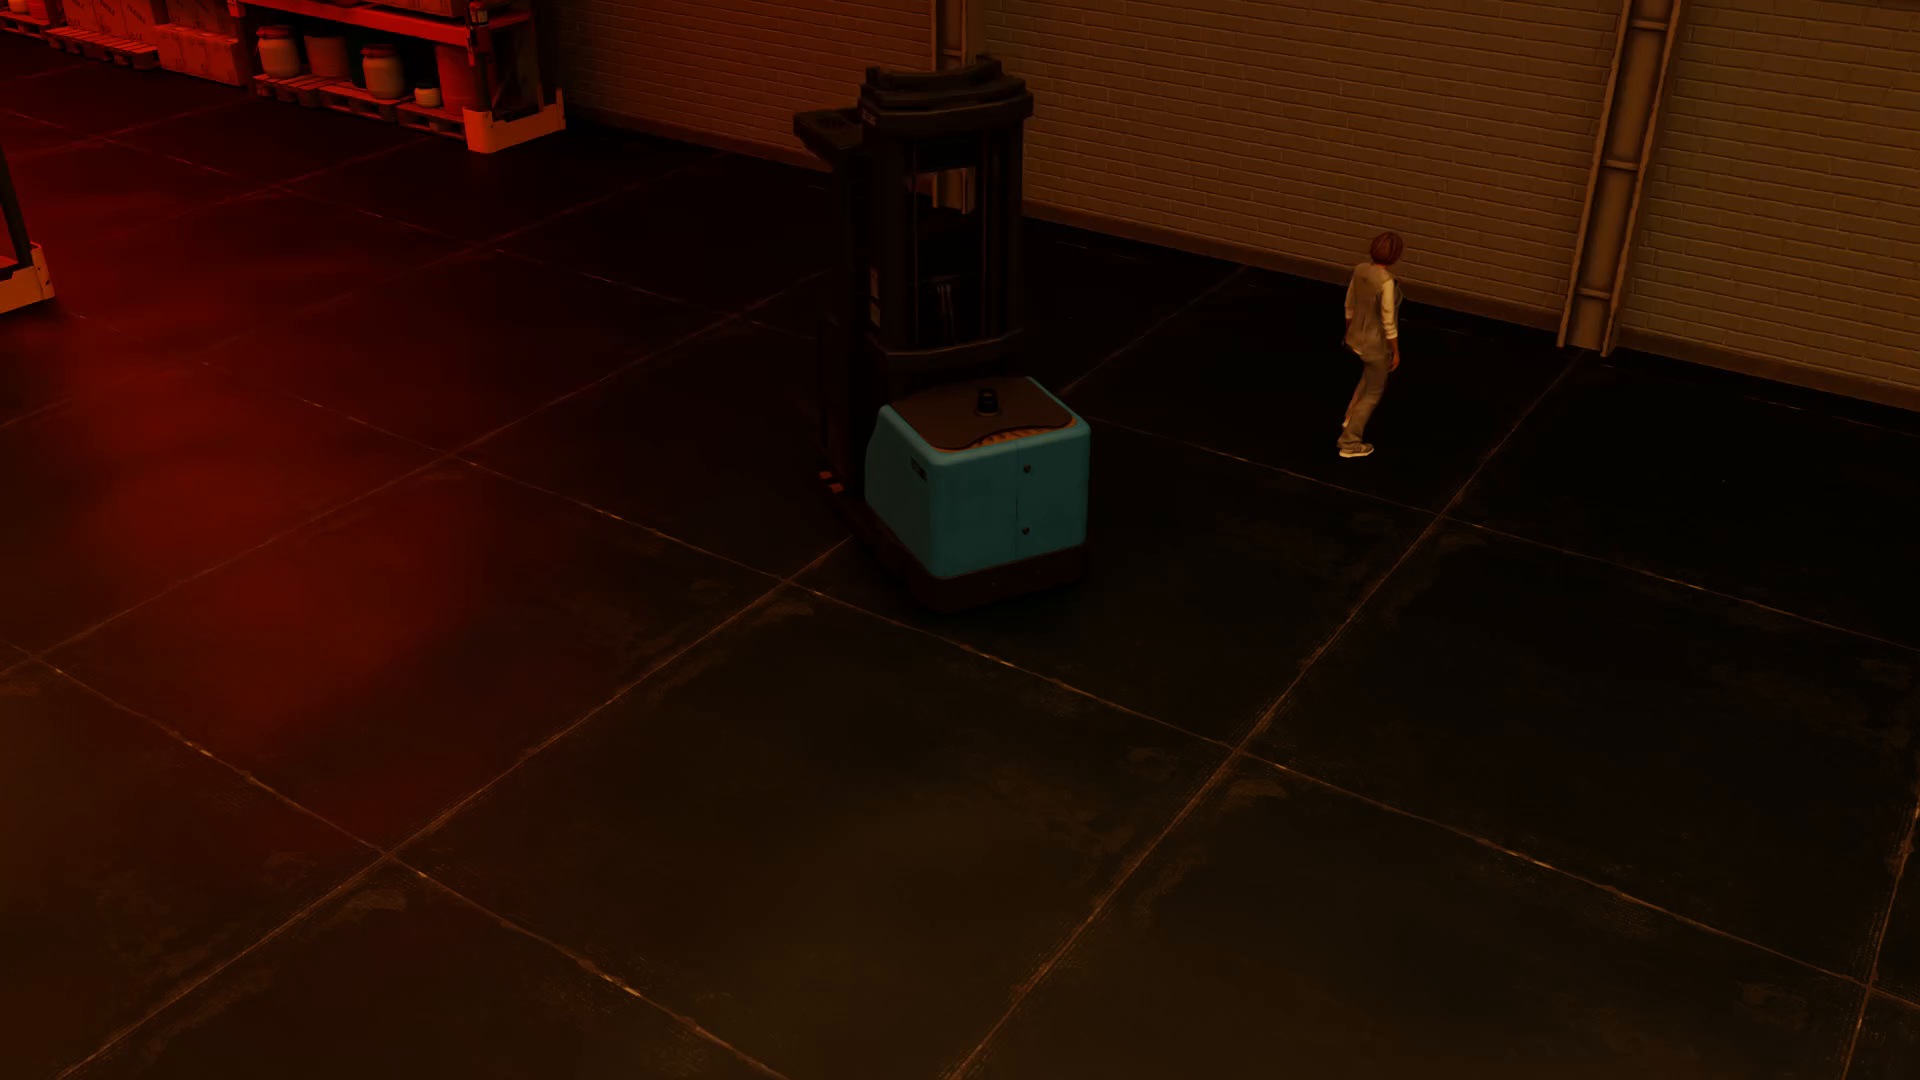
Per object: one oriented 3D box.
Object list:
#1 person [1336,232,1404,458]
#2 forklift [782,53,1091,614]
[{"bbox_3d":[2.789,-1.305,11.208,0.458,1.606,0.512,-12,32,-20],"label":"person"},{"bbox_3d":[-0.324,-1.559,10.265,1.130,2.935,3.031,-14,33,-22],"label":"forklift"}]
